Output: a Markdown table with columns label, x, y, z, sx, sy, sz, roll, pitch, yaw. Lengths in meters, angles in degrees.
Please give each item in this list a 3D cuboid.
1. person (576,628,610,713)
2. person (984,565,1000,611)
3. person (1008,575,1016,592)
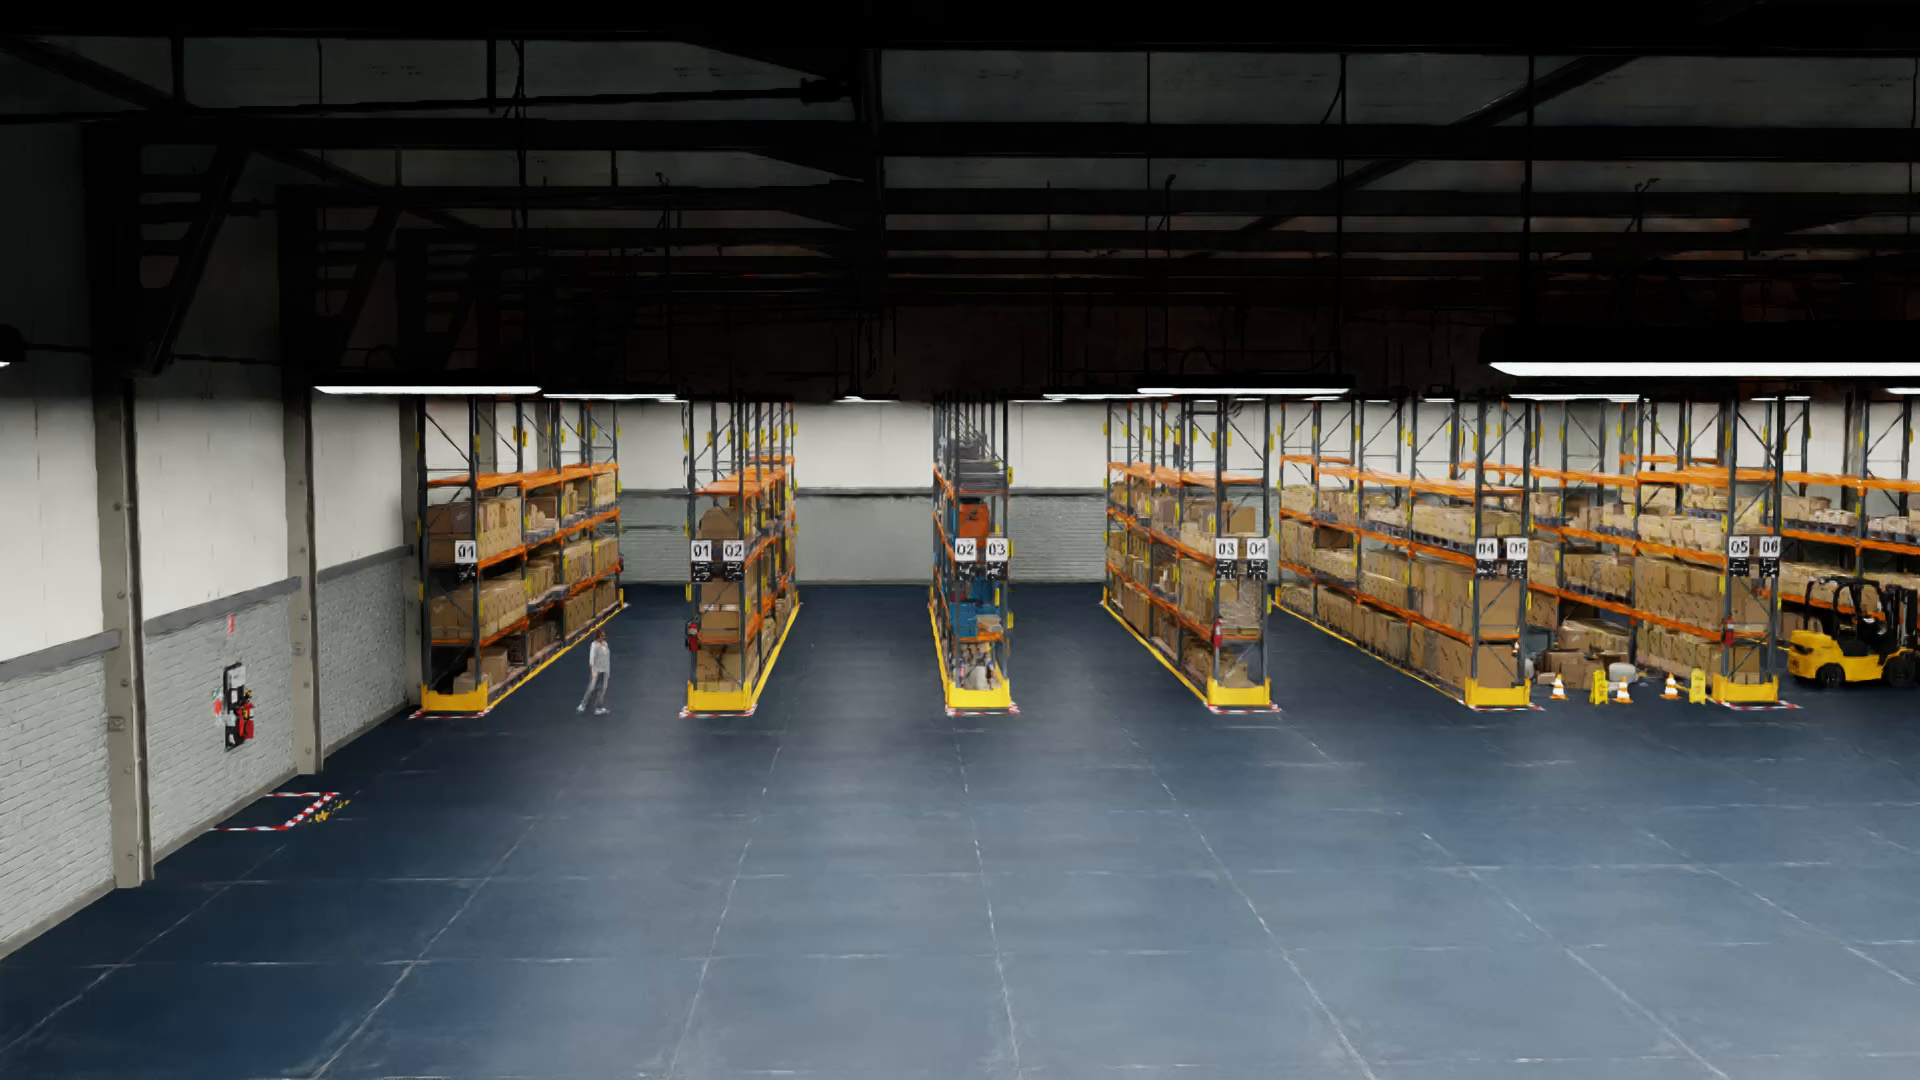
| label | x | y | z | sx | sy | sz | roll | pitch | yaw |
| --- | --- | --- | --- | --- | --- | --- | --- | --- | --- |
| person | -6.781 | 2.427 | 30.742 | 0.472 | 1.589 | 0.600 | 4 | 6 | 42 |
| person | 0.841 | 1.165 | 46.057 | 0.481 | 1.555 | 1.091 | 0 | 5 | -5 |
| person | 1.282 | 0.714 | 50.336 | 0.568 | 1.780 | 0.722 | 4 | 6 | 38 |
